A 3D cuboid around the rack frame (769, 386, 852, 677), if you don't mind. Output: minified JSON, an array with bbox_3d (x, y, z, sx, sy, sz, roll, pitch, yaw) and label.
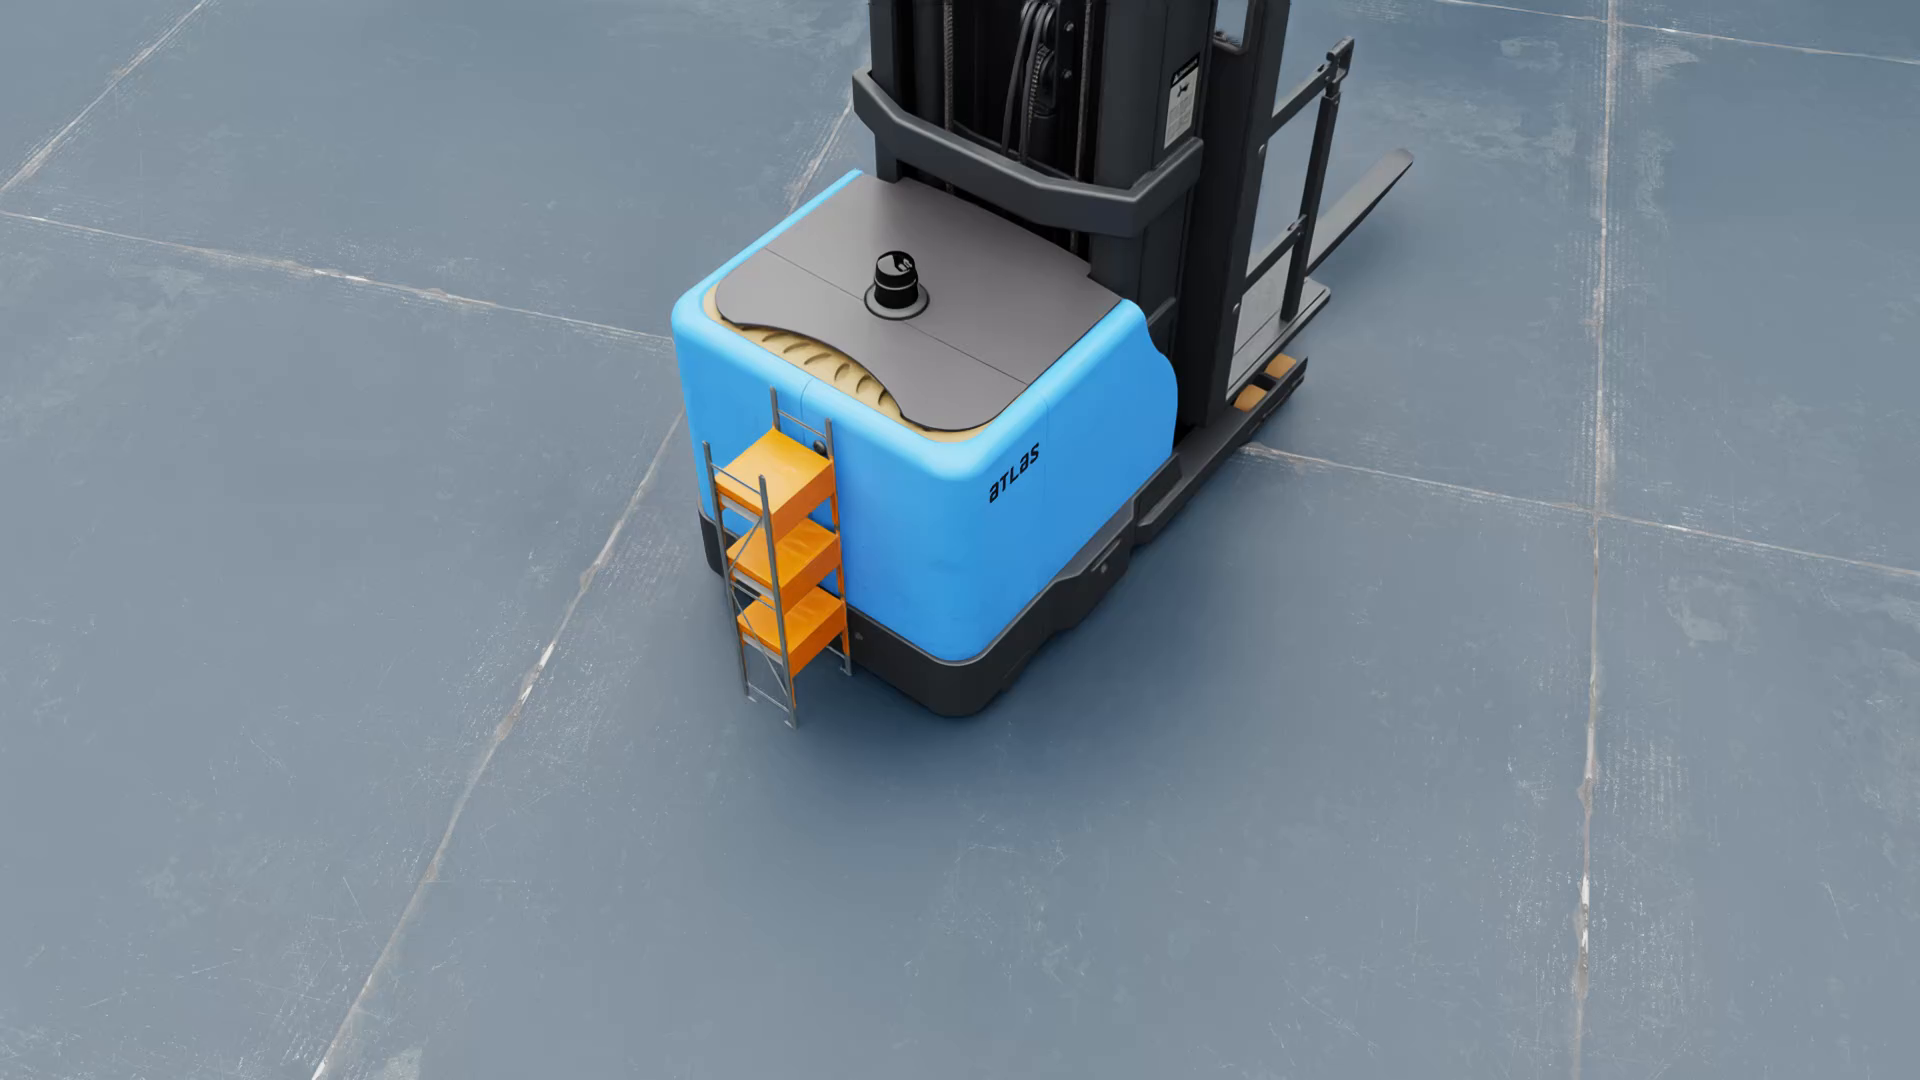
[{"bbox_3d":[-0.399,0.006,4.544,0.200,1.050,0.008,30,55,24],"label":"rack frame"}]

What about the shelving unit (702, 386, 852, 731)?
[{"bbox_3d":[-0.474,0.079,4.480,0.215,1.050,0.252,30,55,24],"label":"shelving unit"}]

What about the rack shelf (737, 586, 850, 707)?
[{"bbox_3d":[-0.474,0.270,4.696,0.215,0.259,0.240,30,55,24],"label":"rack shelf"}]

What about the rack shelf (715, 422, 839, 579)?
[{"bbox_3d":[-0.474,-0.102,4.275,0.215,0.259,0.240,30,55,24],"label":"rack shelf"}]

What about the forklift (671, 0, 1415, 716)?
[{"bbox_3d":[0.517,-1.528,4.644,1.130,2.935,3.031,30,55,24],"label":"forklift"}]

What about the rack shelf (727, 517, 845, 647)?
[{"bbox_3d":[-0.474,0.086,4.488,0.215,0.259,0.240,30,55,24],"label":"rack shelf"}]

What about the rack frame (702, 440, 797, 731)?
[{"bbox_3d":[-0.548,0.151,4.416,0.200,1.050,0.008,30,55,24],"label":"rack frame"}]
